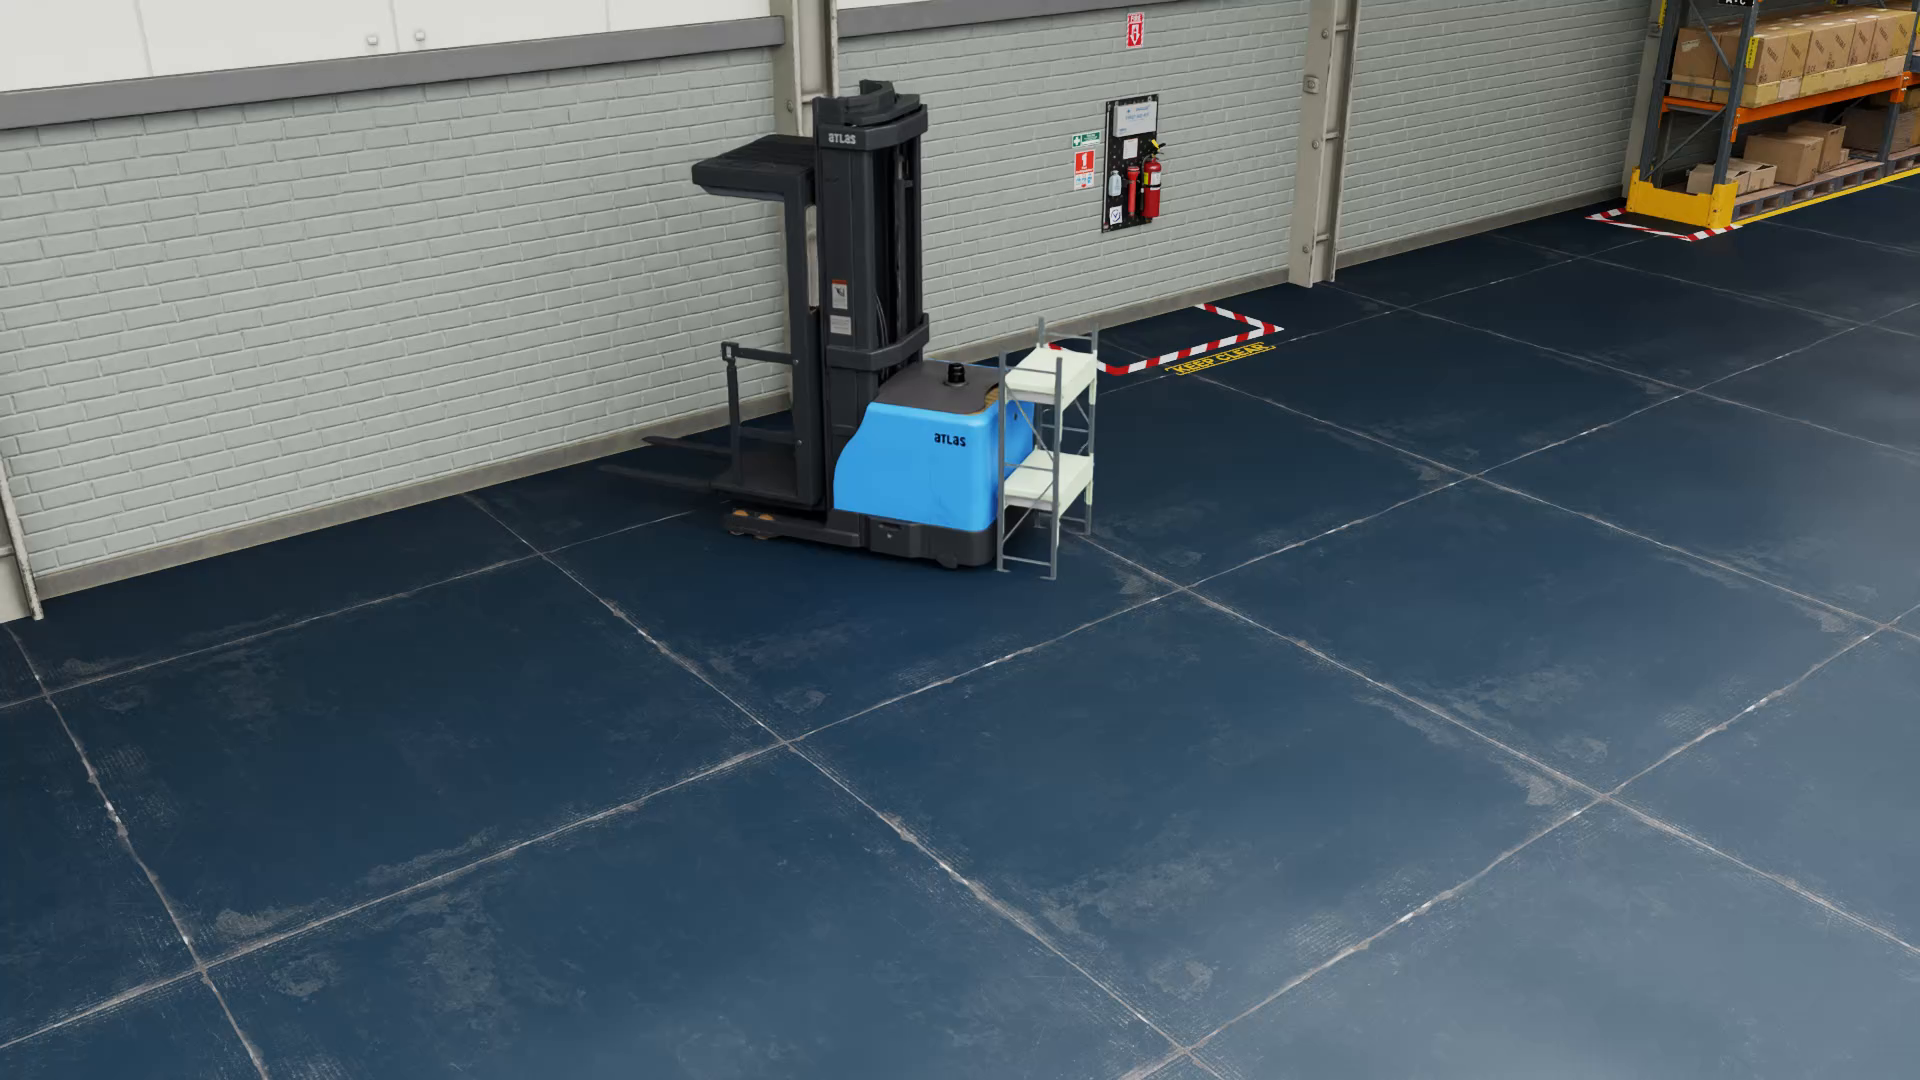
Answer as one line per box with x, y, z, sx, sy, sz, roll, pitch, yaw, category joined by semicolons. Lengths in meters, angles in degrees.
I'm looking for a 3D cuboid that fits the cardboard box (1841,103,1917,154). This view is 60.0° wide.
11.987;-5.390;21.747;0.500;0.500;0.700;-17;30;-32;cardboard box

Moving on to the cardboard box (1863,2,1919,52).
11.840;-6.493;21.037;0.500;0.500;0.700;-18;30;-34;cardboard box

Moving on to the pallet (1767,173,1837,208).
9.951;-4.358;20.389;1.213;0.211;1.003;-18;31;-34;pallet

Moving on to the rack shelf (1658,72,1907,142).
9.845;-5.282;19.922;4.000;0.370;1.077;-18;31;-34;rack shelf

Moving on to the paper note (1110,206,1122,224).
1.416;-2.946;15.082;0.142;0.148;0.016;-18;31;-34;paper note

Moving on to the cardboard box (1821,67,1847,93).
10.054;-5.452;19.588;0.500;0.250;0.500;-18;30;-34;cardboard box

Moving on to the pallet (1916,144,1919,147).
12.991;-5.384;22.600;1.213;0.211;1.003;-18;31;-34;pallet

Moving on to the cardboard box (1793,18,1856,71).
10.036;-5.789;19.425;0.500;0.500;0.500;-17;30;-32;cardboard box

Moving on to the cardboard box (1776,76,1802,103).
9.250;-5.191;19.026;0.500;0.250;0.500;-19;31;-36;cardboard box

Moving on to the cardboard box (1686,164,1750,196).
8.871;-4.218;19.448;0.500;0.311;0.500;-23;33;-40;cardboard box

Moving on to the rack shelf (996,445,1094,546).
0.565;-0.300;10.889;0.431;0.370;0.720;9;27;19;rack shelf

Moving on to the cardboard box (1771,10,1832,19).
10.115;-6.095;20.084;0.500;0.500;0.500;-17;30;-33;cardboard box

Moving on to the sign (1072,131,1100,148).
1.108;-3.514;14.587;0.331;0.109;0.001;-18;31;-34;sign

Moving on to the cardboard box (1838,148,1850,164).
11.016;-4.893;21.073;0.380;0.166;0.250;22;33;39;cardboard box

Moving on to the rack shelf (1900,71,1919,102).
12.992;-6.321;22.161;4.000;0.370;1.077;-18;31;-34;rack shelf

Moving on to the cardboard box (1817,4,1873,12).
10.920;-6.356;20.645;0.500;0.500;0.500;-19;31;-35;cardboard box

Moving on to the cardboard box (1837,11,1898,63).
10.848;-6.052;19.991;0.500;0.500;0.500;-18;31;-34;cardboard box

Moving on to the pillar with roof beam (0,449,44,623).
-3.220;-2.176;5.250;0.400;9.000;9.100;-18;31;-34;pillar with roof beam

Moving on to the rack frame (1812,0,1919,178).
11.418;-6.128;20.890;0.127;3.000;1.000;-18;31;-34;rack frame

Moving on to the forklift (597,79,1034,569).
-1.058;-1.526;11.056;3.031;2.935;1.130;10;27;20;forklift

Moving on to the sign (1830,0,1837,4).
11.073;-6.836;21.040;0.005;0.325;0.100;-18;31;-34;sign

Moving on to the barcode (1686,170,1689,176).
8.638;-4.360;19.741;0.075;0.075;0.001;-18;31;-34;barcode

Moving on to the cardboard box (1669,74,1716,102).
8.519;-5.215;19.078;0.500;0.250;0.500;-18;30;-33;cardboard box

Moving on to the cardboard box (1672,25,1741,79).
8.510;-5.563;18.936;0.500;0.500;0.500;-19;31;-35;cardboard box

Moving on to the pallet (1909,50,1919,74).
12.110;-6.191;21.254;1.213;0.211;1.003;-18;31;-34;pallet

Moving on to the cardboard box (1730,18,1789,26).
9.317;-5.826;19.503;0.500;0.500;0.500;-19;31;-35;cardboard box

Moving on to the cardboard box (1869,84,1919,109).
12.332;-5.846;21.838;0.500;0.250;0.500;-19;31;-35;cardboard box

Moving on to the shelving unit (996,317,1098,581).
0.565;-0.596;10.752;0.431;1.500;0.755;9;27;19;shelving unit

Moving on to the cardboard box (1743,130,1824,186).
9.927;-4.626;20.102;0.500;0.500;0.700;-21;32;-37;cardboard box

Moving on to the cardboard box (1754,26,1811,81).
9.227;-5.519;18.843;0.500;0.500;0.500;-18;30;-34;cardboard box

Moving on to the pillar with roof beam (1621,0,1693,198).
10.944;-6.852;15.325;0.400;9.000;9.100;-18;31;-34;pillar with roof beam

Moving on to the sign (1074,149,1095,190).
1.099;-3.276;14.703;0.234;0.329;0.001;-18;31;-34;sign

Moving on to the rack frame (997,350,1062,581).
0.431;-0.452;10.443;0.400;1.500;0.023;9;27;19;rack frame

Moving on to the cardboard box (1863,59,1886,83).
10.835;-5.718;20.163;0.500;0.250;0.500;-18;30;-34;cardboard box

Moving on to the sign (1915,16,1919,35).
11.759;-6.343;20.325;0.005;0.325;0.100;-18;31;-34;sign
